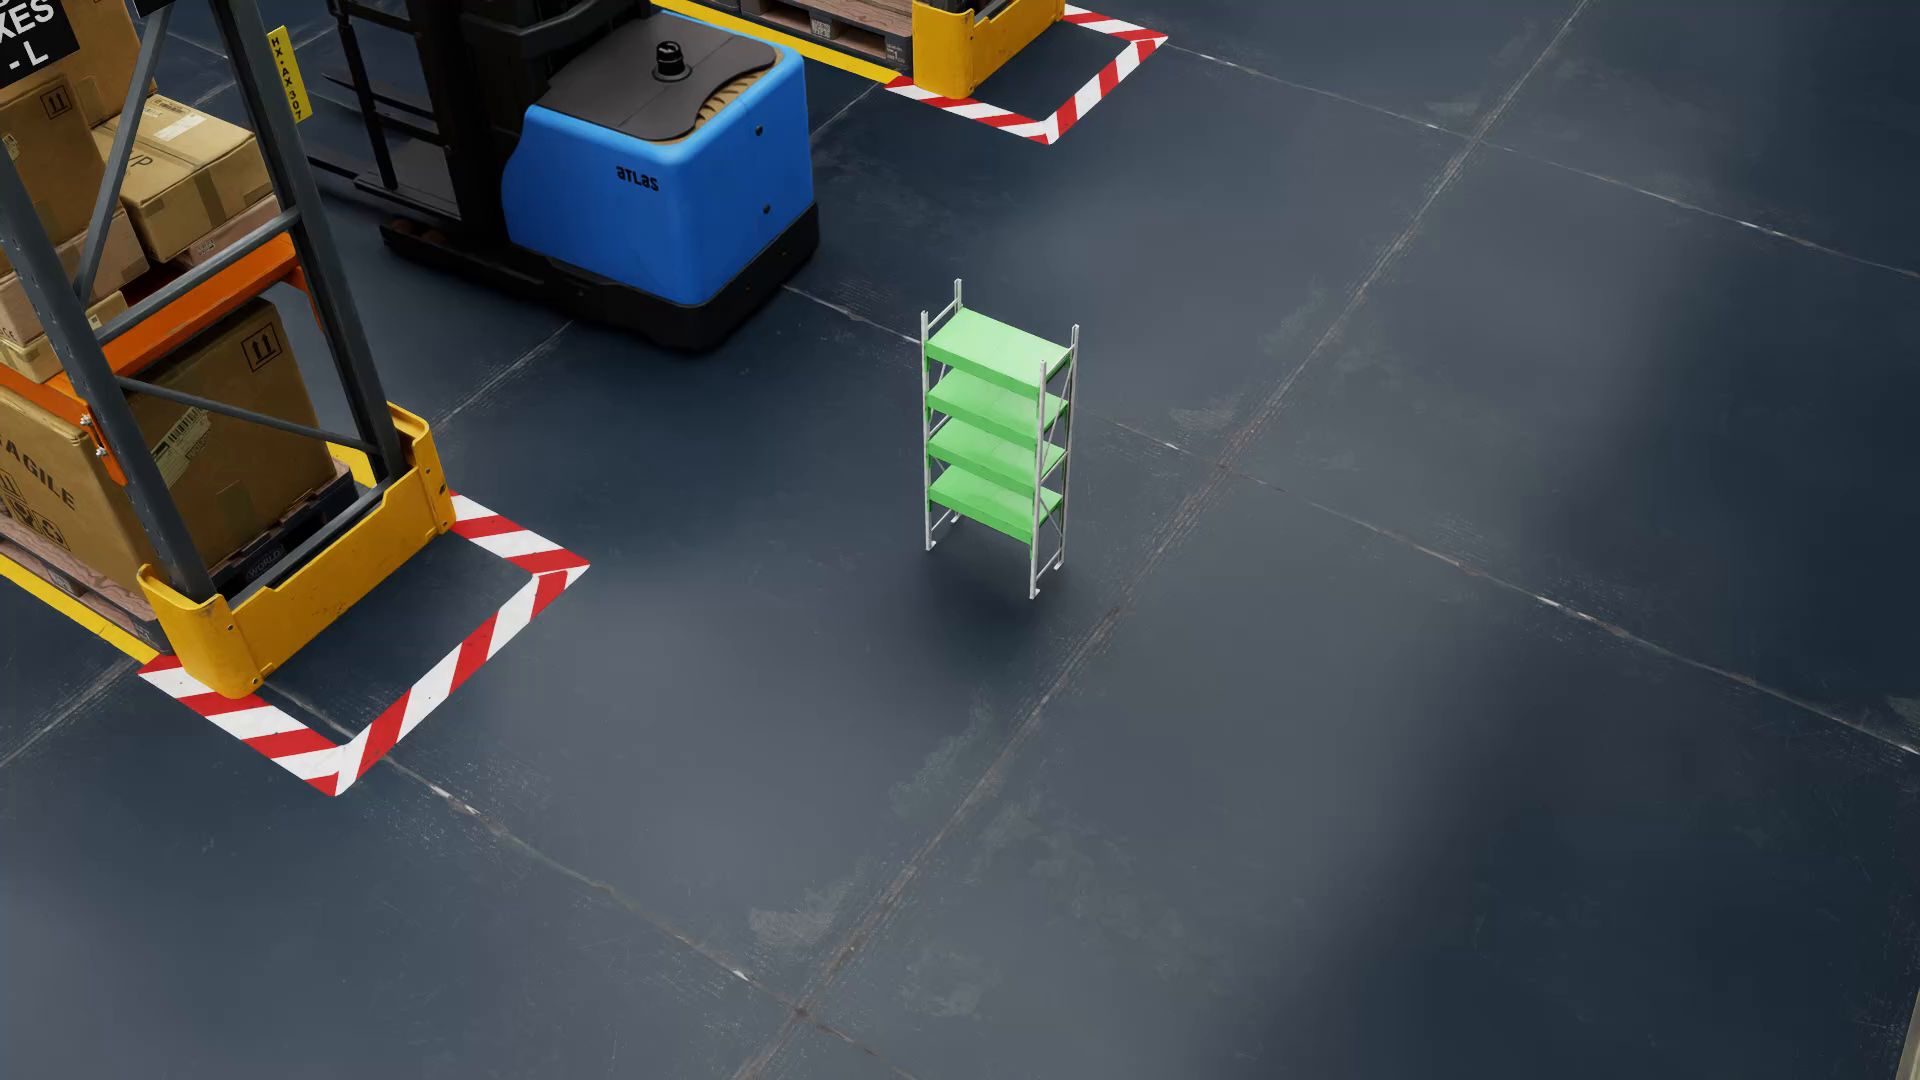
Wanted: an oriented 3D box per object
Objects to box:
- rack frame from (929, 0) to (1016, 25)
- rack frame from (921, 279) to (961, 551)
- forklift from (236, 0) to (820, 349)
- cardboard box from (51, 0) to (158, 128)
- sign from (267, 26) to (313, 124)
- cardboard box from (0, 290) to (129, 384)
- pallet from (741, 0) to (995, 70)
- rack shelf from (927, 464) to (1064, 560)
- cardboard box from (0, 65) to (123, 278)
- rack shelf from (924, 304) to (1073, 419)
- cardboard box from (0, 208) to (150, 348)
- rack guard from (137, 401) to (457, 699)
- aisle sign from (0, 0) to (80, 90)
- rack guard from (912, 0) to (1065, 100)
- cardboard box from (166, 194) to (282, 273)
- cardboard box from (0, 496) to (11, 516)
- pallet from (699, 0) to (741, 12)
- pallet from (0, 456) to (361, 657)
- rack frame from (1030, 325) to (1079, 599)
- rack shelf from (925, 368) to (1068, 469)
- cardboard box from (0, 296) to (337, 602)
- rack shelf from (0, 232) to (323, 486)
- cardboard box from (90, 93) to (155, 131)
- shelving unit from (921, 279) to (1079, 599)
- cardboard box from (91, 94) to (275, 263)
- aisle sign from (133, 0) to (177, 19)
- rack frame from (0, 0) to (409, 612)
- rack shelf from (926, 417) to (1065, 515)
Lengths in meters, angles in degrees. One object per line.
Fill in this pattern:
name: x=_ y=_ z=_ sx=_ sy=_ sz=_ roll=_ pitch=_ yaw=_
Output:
rack frame: x=0.150 y=-3.854 z=8.404 sx=0.127 sy=3.000 sz=1.000 roll=25 pitch=51 yaw=22
rack frame: x=-0.066 y=-0.449 z=6.349 sx=0.015 sy=1.200 sz=0.240 roll=25 pitch=51 yaw=22
forklift: x=-2.218 y=-2.656 z=7.287 sx=3.031 sy=2.935 sz=1.130 roll=22 pitch=50 yaw=20
cardboard box: x=-3.203 y=-1.719 z=5.703 sx=0.500 sy=0.500 sz=0.500 roll=24 pitch=50 yaw=21
sign: x=-2.219 y=-1.526 z=5.483 sx=0.005 sy=0.325 sz=0.100 roll=25 pitch=51 yaw=22
cardboard box: x=-3.001 y=-0.716 z=5.529 sx=0.250 sy=0.149 sz=0.380 roll=26 pitch=51 yaw=23
pallet: x=-0.523 y=-3.225 z=9.737 sx=1.213 sy=0.211 sz=1.003 roll=25 pitch=51 yaw=22
rack shelf: x=0.139 y=-0.142 z=6.475 sx=0.480 sy=0.148 sz=0.258 roll=25 pitch=51 yaw=22
cardboard box: x=-3.076 y=-1.207 z=5.205 sx=0.500 sy=0.500 sz=0.500 roll=25 pitch=51 yaw=23
rack shelf: x=0.139 y=-0.644 z=5.959 sx=0.480 sy=0.148 sz=0.258 roll=25 pitch=51 yaw=22
cardboard box: x=-3.075 y=-0.943 z=5.472 sx=0.500 sy=0.250 sz=0.500 roll=24 pitch=50 yaw=22
rack guard: x=-2.503 y=0.016 z=6.386 sx=0.348 sy=0.500 sz=1.175 roll=25 pitch=51 yaw=22
aisle sign: x=-2.625 y=-1.561 z=4.363 sx=0.004 sy=0.787 sz=0.394 roll=25 pitch=51 yaw=22
rack guard: x=0.178 y=-2.982 z=9.299 sx=0.348 sy=0.500 sz=1.175 roll=25 pitch=51 yaw=22
cardboard box: x=-2.644 y=-1.113 z=5.915 sx=0.250 sy=0.149 sz=0.380 roll=25 pitch=51 yaw=23
cardboard box: x=-3.871 y=-0.822 z=6.646 sx=0.875 sy=0.875 sz=0.875 roll=25 pitch=51 yaw=22
pallet: x=-1.546 y=-3.698 z=10.196 sx=1.213 sy=0.211 sz=1.003 roll=25 pitch=51 yaw=22
pallet: x=-3.239 y=-0.155 z=6.753 sx=1.213 sy=0.211 sz=1.003 roll=25 pitch=51 yaw=22
rack frame: x=0.345 y=-0.260 z=6.166 sx=0.015 sy=1.200 sz=0.240 roll=25 pitch=51 yaw=22
rack shelf: x=0.139 y=-0.477 z=6.131 sx=0.480 sy=0.148 sz=0.258 roll=25 pitch=51 yaw=22
cardboard box: x=-3.105 y=-0.470 z=6.303 sx=0.875 sy=0.875 sz=0.875 roll=25 pitch=51 yaw=22
rack shelf: x=-4.207 y=-1.388 z=6.509 sx=4.000 sy=0.370 sz=1.077 roll=25 pitch=51 yaw=22
cardboard box: x=-3.223 y=-1.462 z=5.976 sx=0.500 sy=0.250 sz=0.500 roll=24 pitch=51 yaw=22
shelving unit: x=0.139 y=-0.354 z=6.257 sx=0.503 sy=1.200 sz=0.258 roll=25 pitch=51 yaw=22
cardboard box: x=-2.782 y=-1.264 z=5.784 sx=0.500 sy=0.250 sz=0.500 roll=23 pitch=50 yaw=21
aisle sign: x=-2.301 y=-1.923 z=4.715 sx=0.004 sy=0.787 sz=0.394 roll=25 pitch=51 yaw=22
rack frame: x=-2.524 y=-0.864 z=5.498 sx=0.127 sy=3.000 sz=1.000 roll=25 pitch=51 yaw=22
rack shelf: x=0.139 y=-0.310 z=6.303 sx=0.480 sy=0.148 sz=0.258 roll=25 pitch=51 yaw=22
